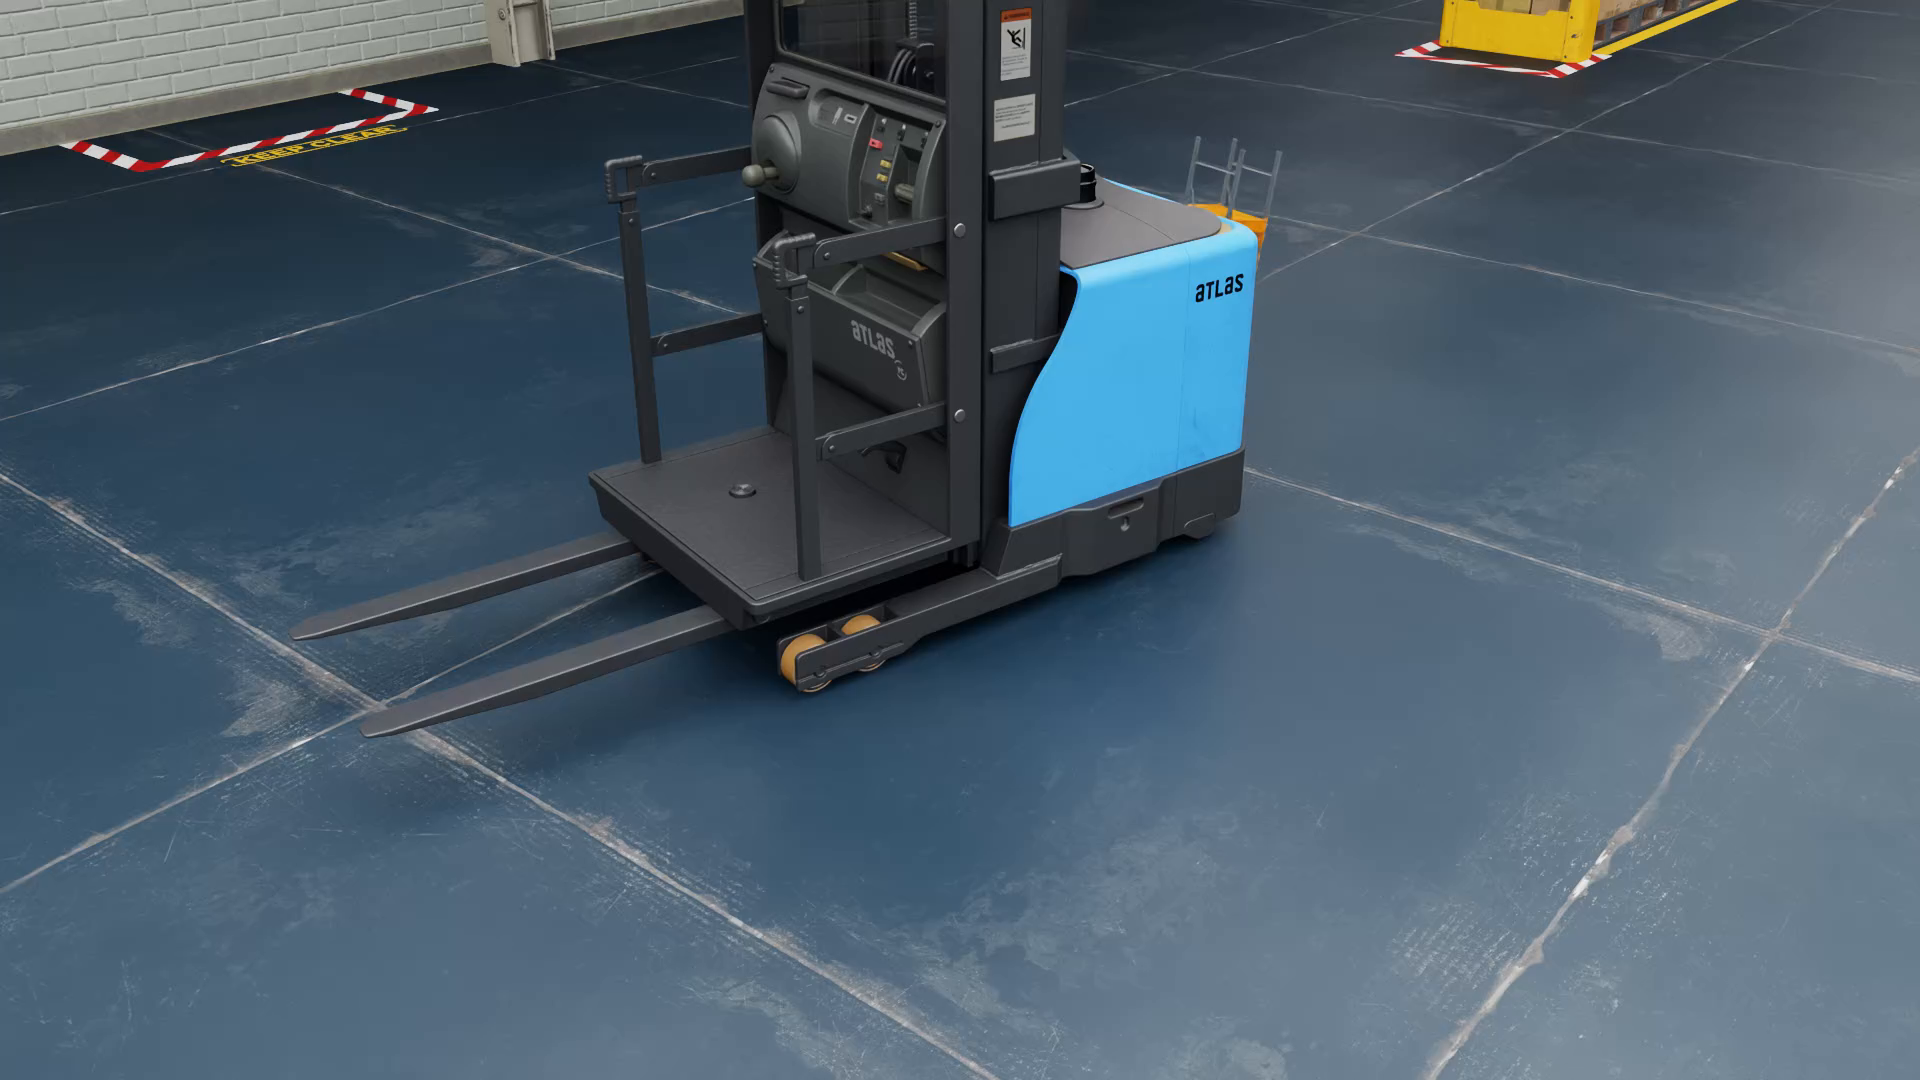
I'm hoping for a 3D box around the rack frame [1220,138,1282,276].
[{"bbox_3d":[0.962,-0.842,6.091,0.006,1.200,0.240,-7,26,-36],"label":"rack frame"}]

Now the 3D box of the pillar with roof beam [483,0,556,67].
[{"bbox_3d":[-0.091,-6.487,8.496,9.100,9.000,0.400,21,34,34],"label":"pillar with roof beam"}]

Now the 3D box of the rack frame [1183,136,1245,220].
[{"bbox_3d":[0.815,-0.824,5.982,0.006,1.200,0.240,-7,26,-36],"label":"rack frame"}]

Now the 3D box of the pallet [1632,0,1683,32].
[{"bbox_3d":[5.681,-4.736,14.676,1.003,0.211,1.213,21,34,34],"label":"pallet"}]

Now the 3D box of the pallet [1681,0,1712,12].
[{"bbox_3d":[6.457,-5.171,15.515,1.003,0.211,1.213,21,34,34],"label":"pallet"}]

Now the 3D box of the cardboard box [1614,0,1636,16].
[{"bbox_3d":[5.279,-4.530,13.777,0.500,0.250,0.500,21,34,34],"label":"cardboard box"}]

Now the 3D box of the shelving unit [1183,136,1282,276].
[{"bbox_3d":[0.889,-0.833,6.037,0.189,1.200,0.258,-7,26,-36],"label":"shelving unit"}]

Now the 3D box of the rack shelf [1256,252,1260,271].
[{"bbox_3d":[0.917,-1.013,5.967,0.180,0.103,0.258,-7,26,-36],"label":"rack shelf"}]

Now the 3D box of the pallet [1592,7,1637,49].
[{"bbox_3d":[4.905,-4.306,13.843,1.003,0.211,1.213,21,34,34],"label":"pallet"}]

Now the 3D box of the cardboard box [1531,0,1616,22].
[{"bbox_3d":[4.964,-4.351,13.432,0.500,0.250,0.500,21,34,34],"label":"cardboard box"}]

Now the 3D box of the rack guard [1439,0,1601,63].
[{"bbox_3d":[4.436,-4.142,13.213,1.175,0.500,0.348,21,34,34],"label":"rack guard"}]

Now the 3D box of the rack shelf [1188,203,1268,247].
[{"bbox_3d":[0.935,-1.124,5.924,0.180,0.103,0.258,-7,26,-36],"label":"rack shelf"}]

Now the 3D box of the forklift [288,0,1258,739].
[{"bbox_3d":[-0.509,-1.131,4.746,3.031,2.935,1.130,-19,33,-32],"label":"forklift"}]

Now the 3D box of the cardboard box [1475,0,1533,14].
[{"bbox_3d":[4.564,-4.503,13.724,0.500,0.250,0.500,21,34,34],"label":"cardboard box"}]

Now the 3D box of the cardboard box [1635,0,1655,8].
[{"bbox_3d":[5.597,-4.707,14.119,0.500,0.250,0.500,21,34,34],"label":"cardboard box"}]

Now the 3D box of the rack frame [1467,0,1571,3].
[{"bbox_3d":[4.451,-5.261,12.655,1.000,3.000,0.127,21,34,34],"label":"rack frame"}]
